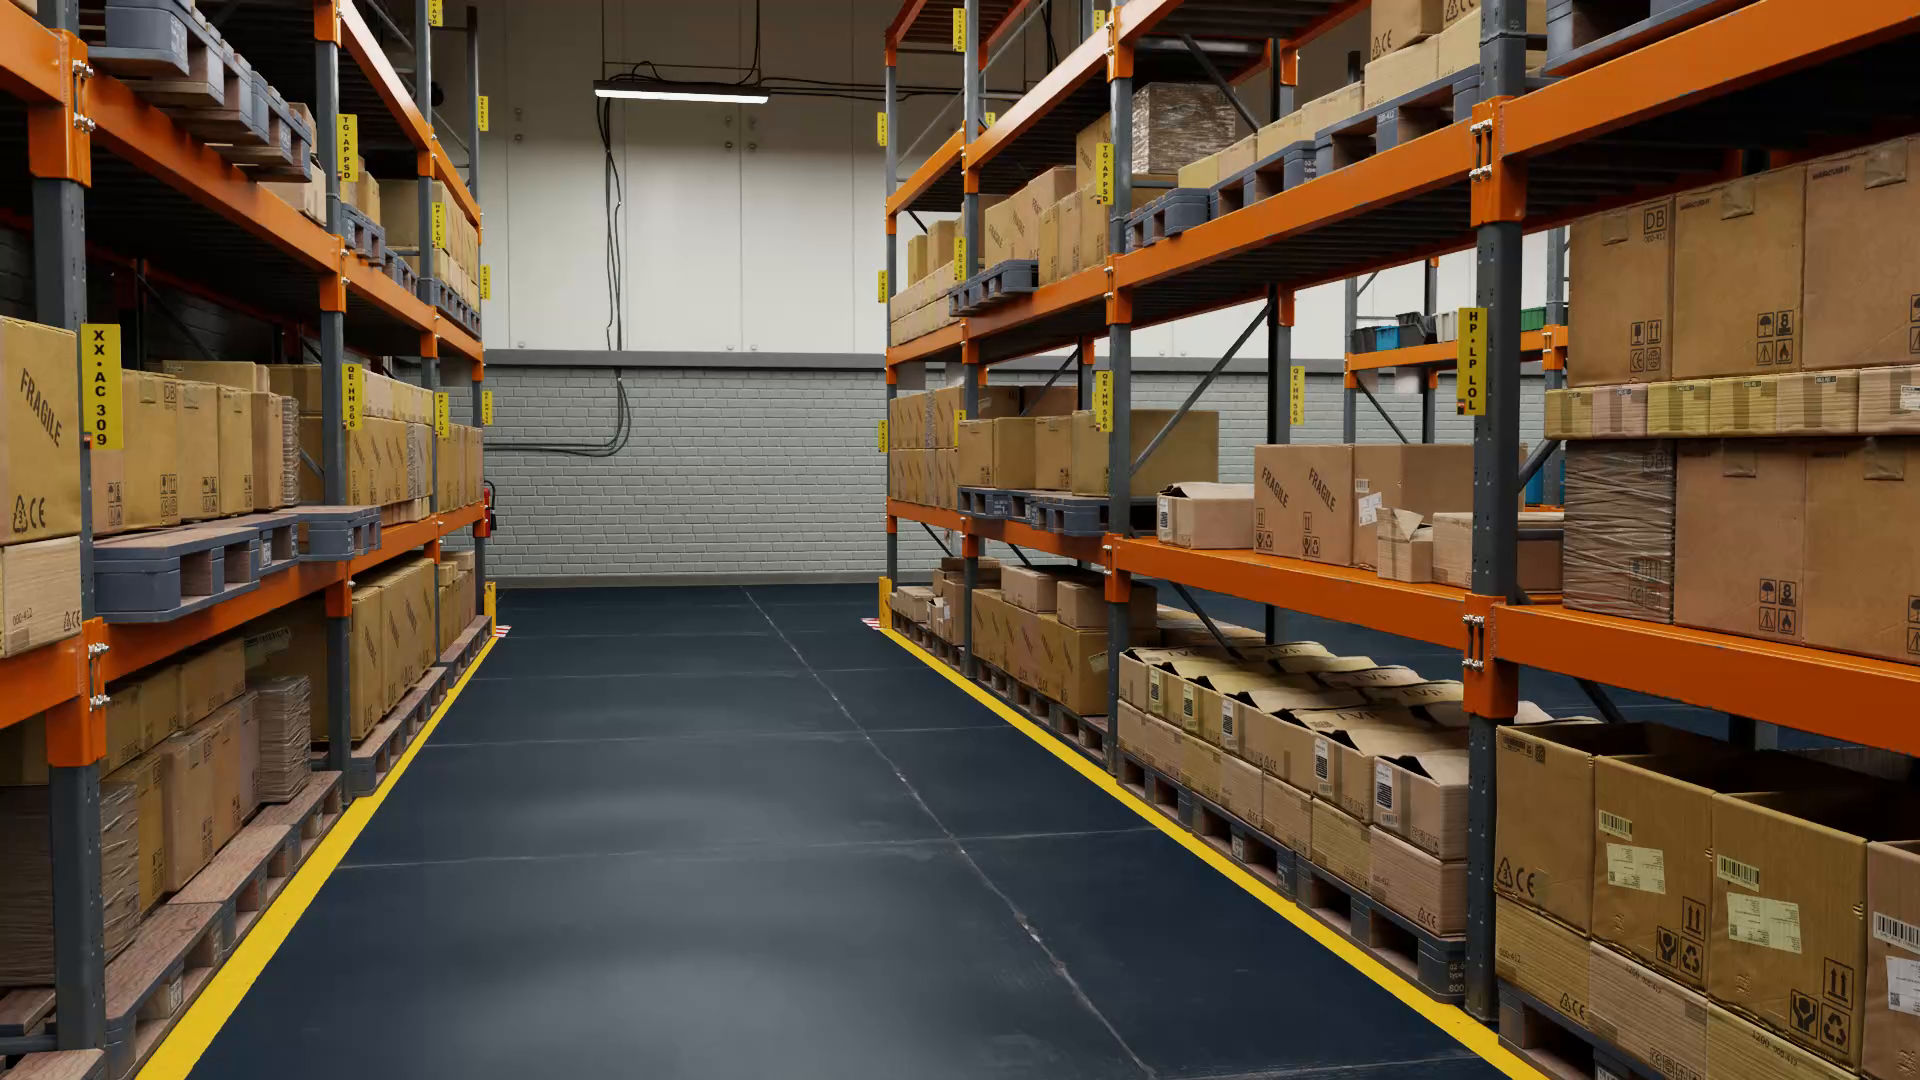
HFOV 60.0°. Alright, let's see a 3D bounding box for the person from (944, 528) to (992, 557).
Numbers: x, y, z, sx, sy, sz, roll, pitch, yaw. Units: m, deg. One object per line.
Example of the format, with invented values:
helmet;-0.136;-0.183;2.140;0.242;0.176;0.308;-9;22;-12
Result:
person;0.107;-0.107;19.064;0.587;1.748;0.433;-1;3;-12
